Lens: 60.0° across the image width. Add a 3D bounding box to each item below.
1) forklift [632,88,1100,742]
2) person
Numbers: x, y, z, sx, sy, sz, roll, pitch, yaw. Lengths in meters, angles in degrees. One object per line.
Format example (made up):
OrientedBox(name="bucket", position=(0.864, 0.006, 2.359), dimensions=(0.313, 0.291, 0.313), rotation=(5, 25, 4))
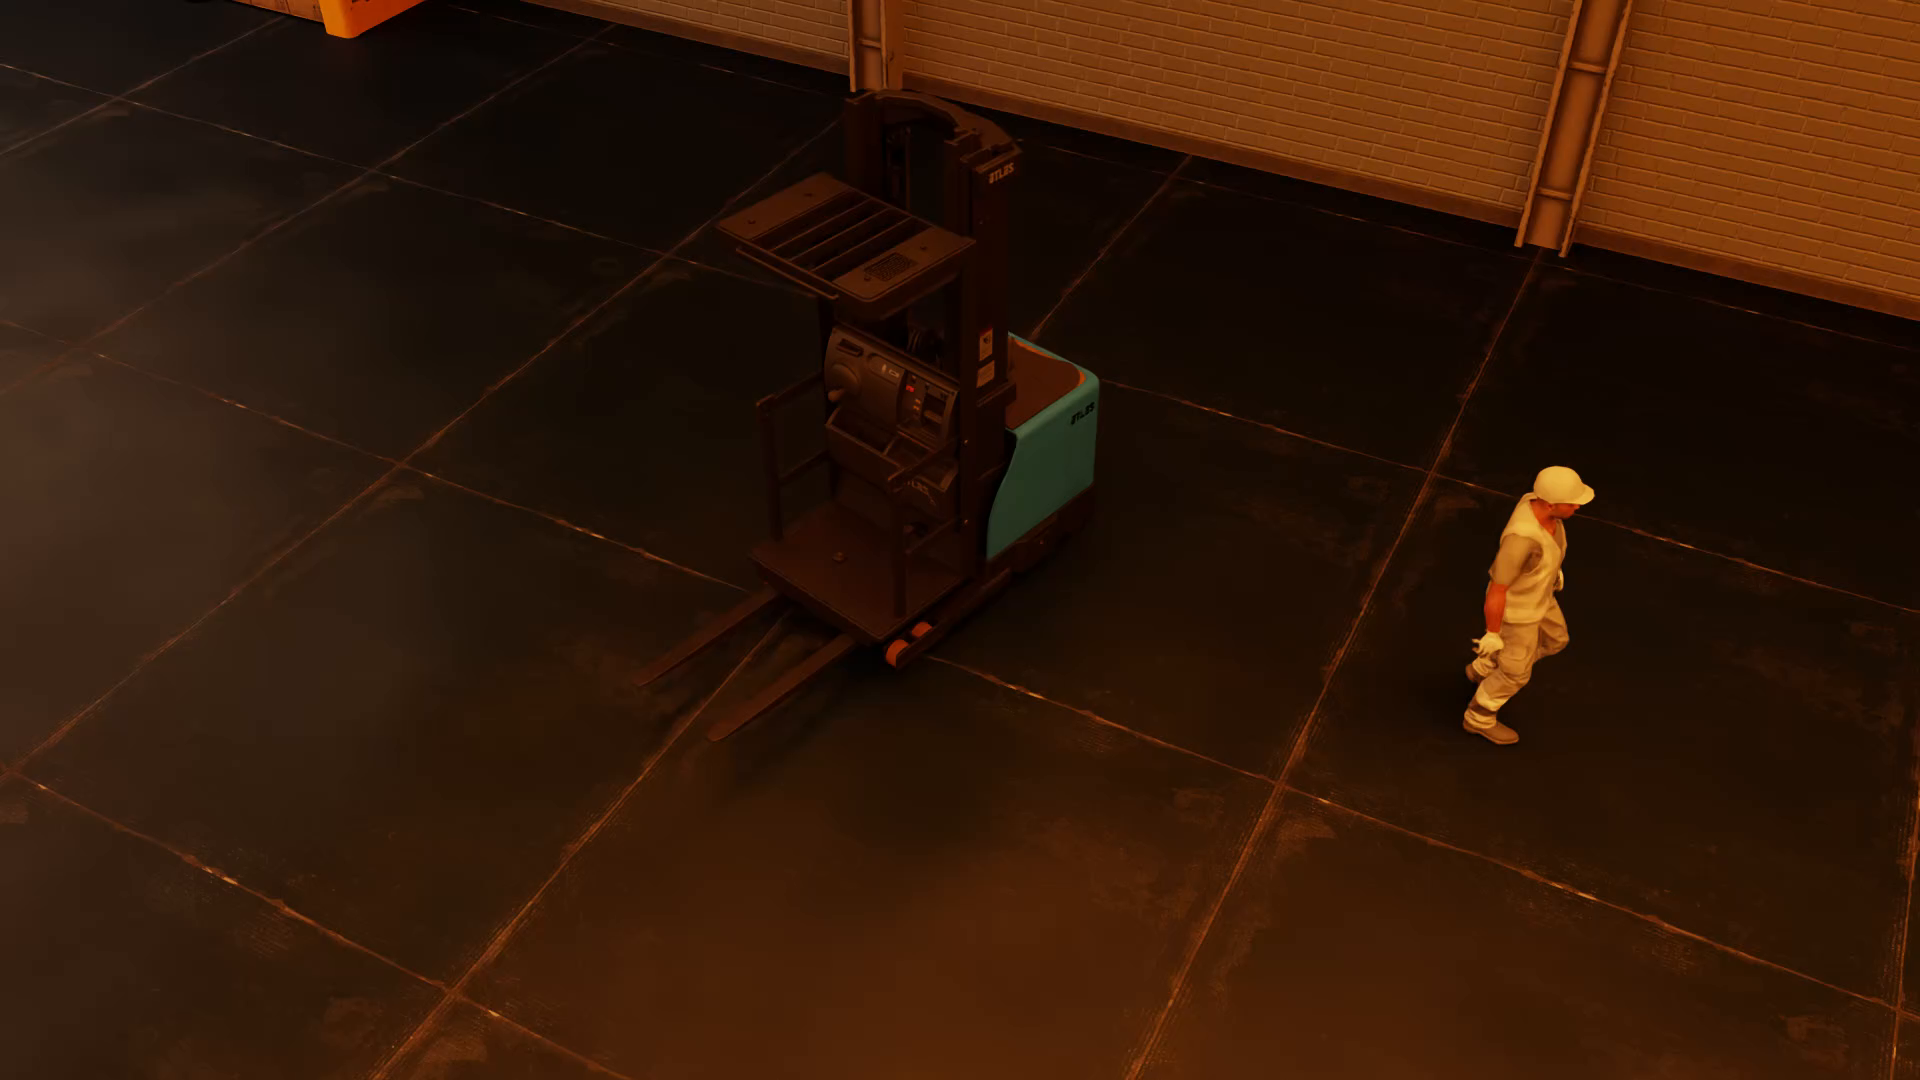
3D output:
OrientedBox(name="forklift", position=(-0.521, -0.765, 8.895), dimensions=(1.130, 2.935, 3.031), rotation=(30, 49, 31))
OrientedBox(name="person", position=(2.911, 0.332, 8.497), dimensions=(0.468, 1.767, 0.719), rotation=(18, 43, 20))
